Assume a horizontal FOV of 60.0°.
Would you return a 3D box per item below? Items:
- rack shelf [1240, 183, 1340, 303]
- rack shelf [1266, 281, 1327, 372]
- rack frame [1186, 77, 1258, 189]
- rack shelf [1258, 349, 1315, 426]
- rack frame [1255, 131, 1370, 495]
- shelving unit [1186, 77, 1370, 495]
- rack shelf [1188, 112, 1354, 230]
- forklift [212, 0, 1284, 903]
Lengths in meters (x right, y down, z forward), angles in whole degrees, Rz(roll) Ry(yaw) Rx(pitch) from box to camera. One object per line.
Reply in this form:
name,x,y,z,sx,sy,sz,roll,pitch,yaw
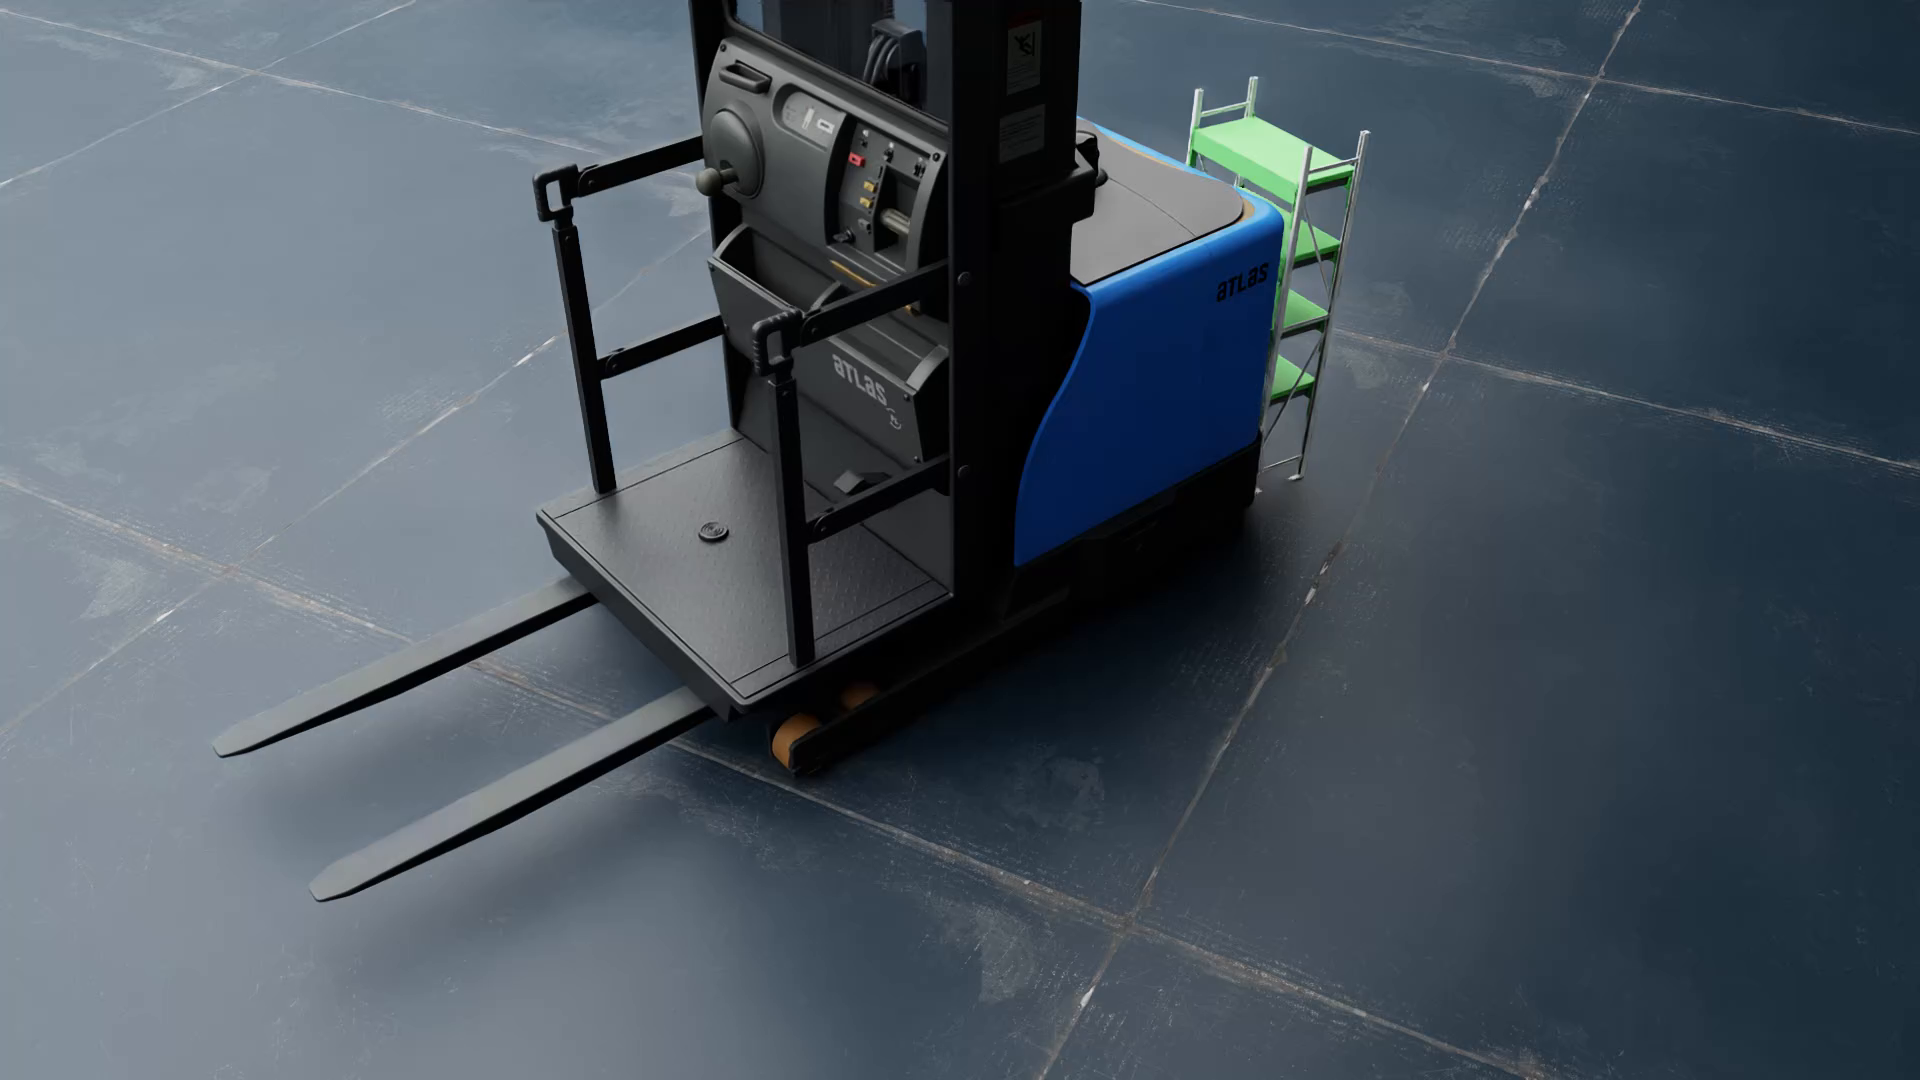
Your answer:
rack shelf,0.936,-0.932,5.186,0.258,0.148,0.480,-19,41,-27
rack shelf,0.927,-0.738,5.326,0.258,0.148,0.480,-19,41,-27
rack frame,0.797,-0.914,5.452,0.240,1.200,0.015,-19,41,-27
rack shelf,0.918,-0.544,5.466,0.258,0.148,0.480,-19,41,-27
rack frame,1.062,-0.666,5.125,0.240,1.200,0.015,-19,41,-27
shelving unit,0.929,-0.790,5.289,0.258,1.200,0.503,-19,41,-27
rack shelf,0.945,-1.127,5.045,0.258,0.148,0.480,-19,41,-27
forklift,-0.516,-0.905,4.017,3.031,2.935,1.130,-27,45,-31
